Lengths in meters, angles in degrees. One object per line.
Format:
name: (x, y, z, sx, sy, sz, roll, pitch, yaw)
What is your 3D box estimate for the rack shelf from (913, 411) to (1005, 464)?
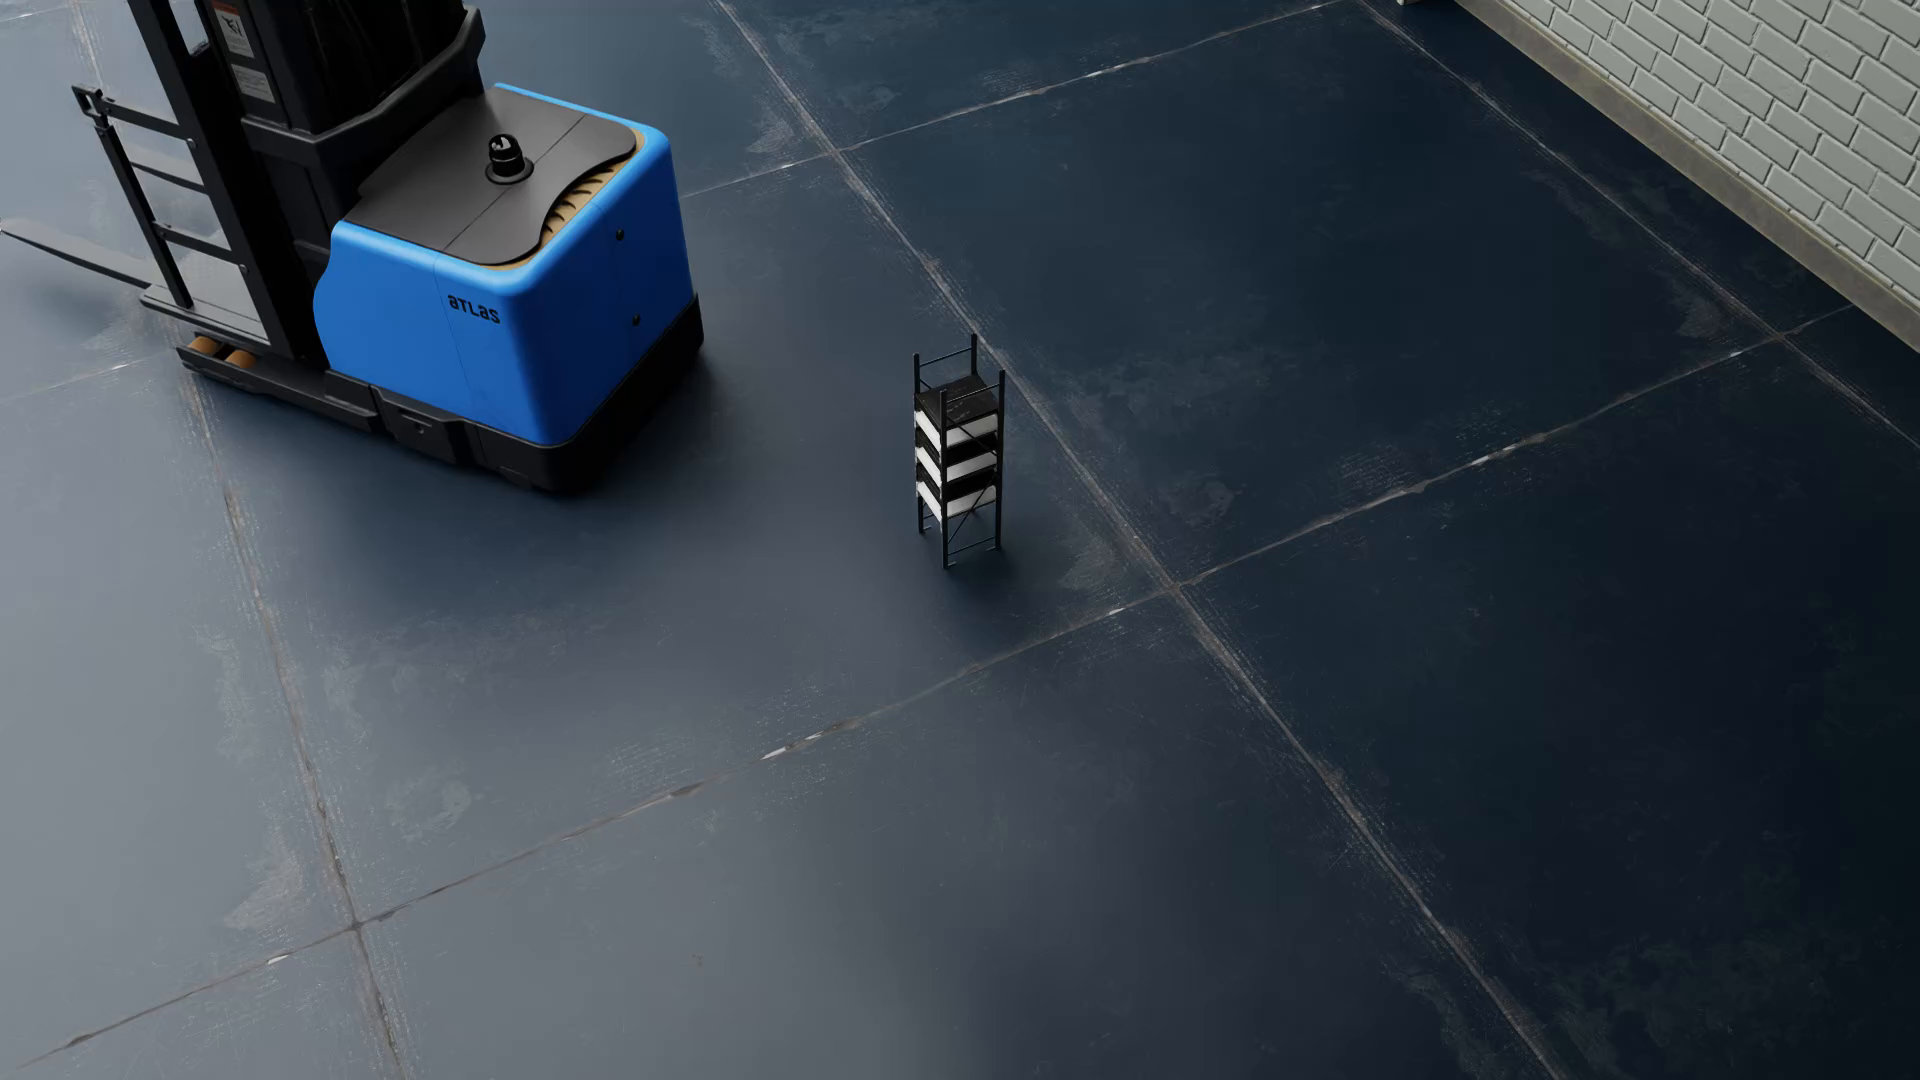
rack shelf: (-0.004, -0.398, 5.806, 0.258, 0.077, 0.200, -21, 52, -18)

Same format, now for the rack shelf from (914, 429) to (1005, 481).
rack shelf: (-0.004, -0.339, 5.873, 0.258, 0.077, 0.200, -21, 52, -18)

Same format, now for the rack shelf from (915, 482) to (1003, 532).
rack shelf: (-0.004, -0.161, 6.077, 0.258, 0.077, 0.200, -21, 52, -18)

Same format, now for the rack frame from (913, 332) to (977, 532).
rack frame: (-0.050, -0.370, 5.976, 0.240, 0.900, 0.006, -21, 52, -18)

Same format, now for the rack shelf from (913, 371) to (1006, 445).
rack shelf: (-0.004, -0.458, 5.738, 0.258, 0.077, 0.200, -21, 52, -18)

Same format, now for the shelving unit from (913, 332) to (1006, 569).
shelving unit: (-0.004, -0.302, 5.916, 0.258, 0.900, 0.210, -21, 52, -18)

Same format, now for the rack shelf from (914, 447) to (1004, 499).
rack shelf: (-0.004, -0.280, 5.941, 0.258, 0.077, 0.200, -21, 52, -18)

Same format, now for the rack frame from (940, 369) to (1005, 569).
rack frame: (0.043, -0.234, 5.857, 0.240, 0.900, 0.006, -21, 52, -18)

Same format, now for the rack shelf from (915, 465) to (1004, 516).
rack shelf: (-0.004, -0.220, 6.009, 0.258, 0.077, 0.200, -21, 52, -18)

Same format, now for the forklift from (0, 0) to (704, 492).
forklift: (-2.619, -1.913, 5.976, 3.031, 2.935, 1.130, 19, 52, 16)
